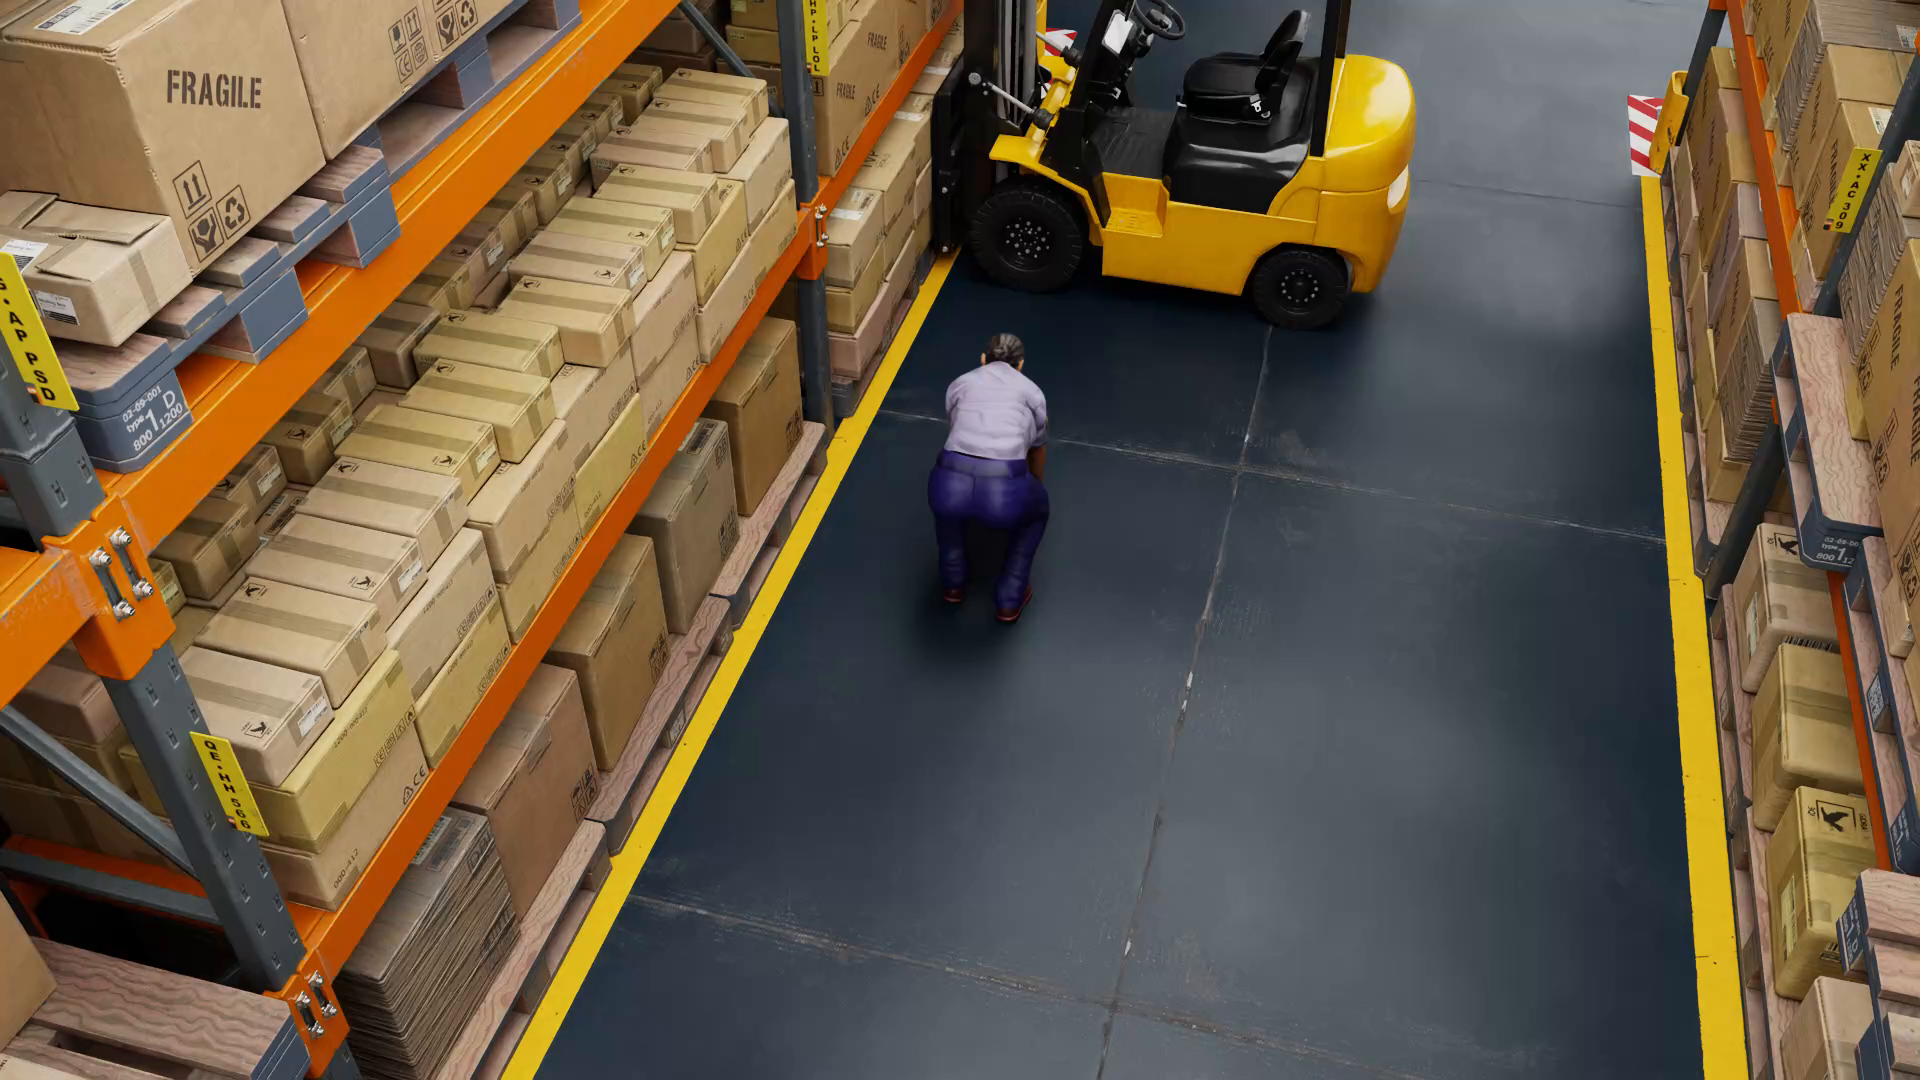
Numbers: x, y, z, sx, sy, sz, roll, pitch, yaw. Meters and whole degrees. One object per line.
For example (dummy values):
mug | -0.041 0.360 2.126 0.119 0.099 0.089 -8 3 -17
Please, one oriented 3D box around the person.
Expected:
person | 0.135 -0.237 6.923 0.501 1.015 0.892 8 42 9
